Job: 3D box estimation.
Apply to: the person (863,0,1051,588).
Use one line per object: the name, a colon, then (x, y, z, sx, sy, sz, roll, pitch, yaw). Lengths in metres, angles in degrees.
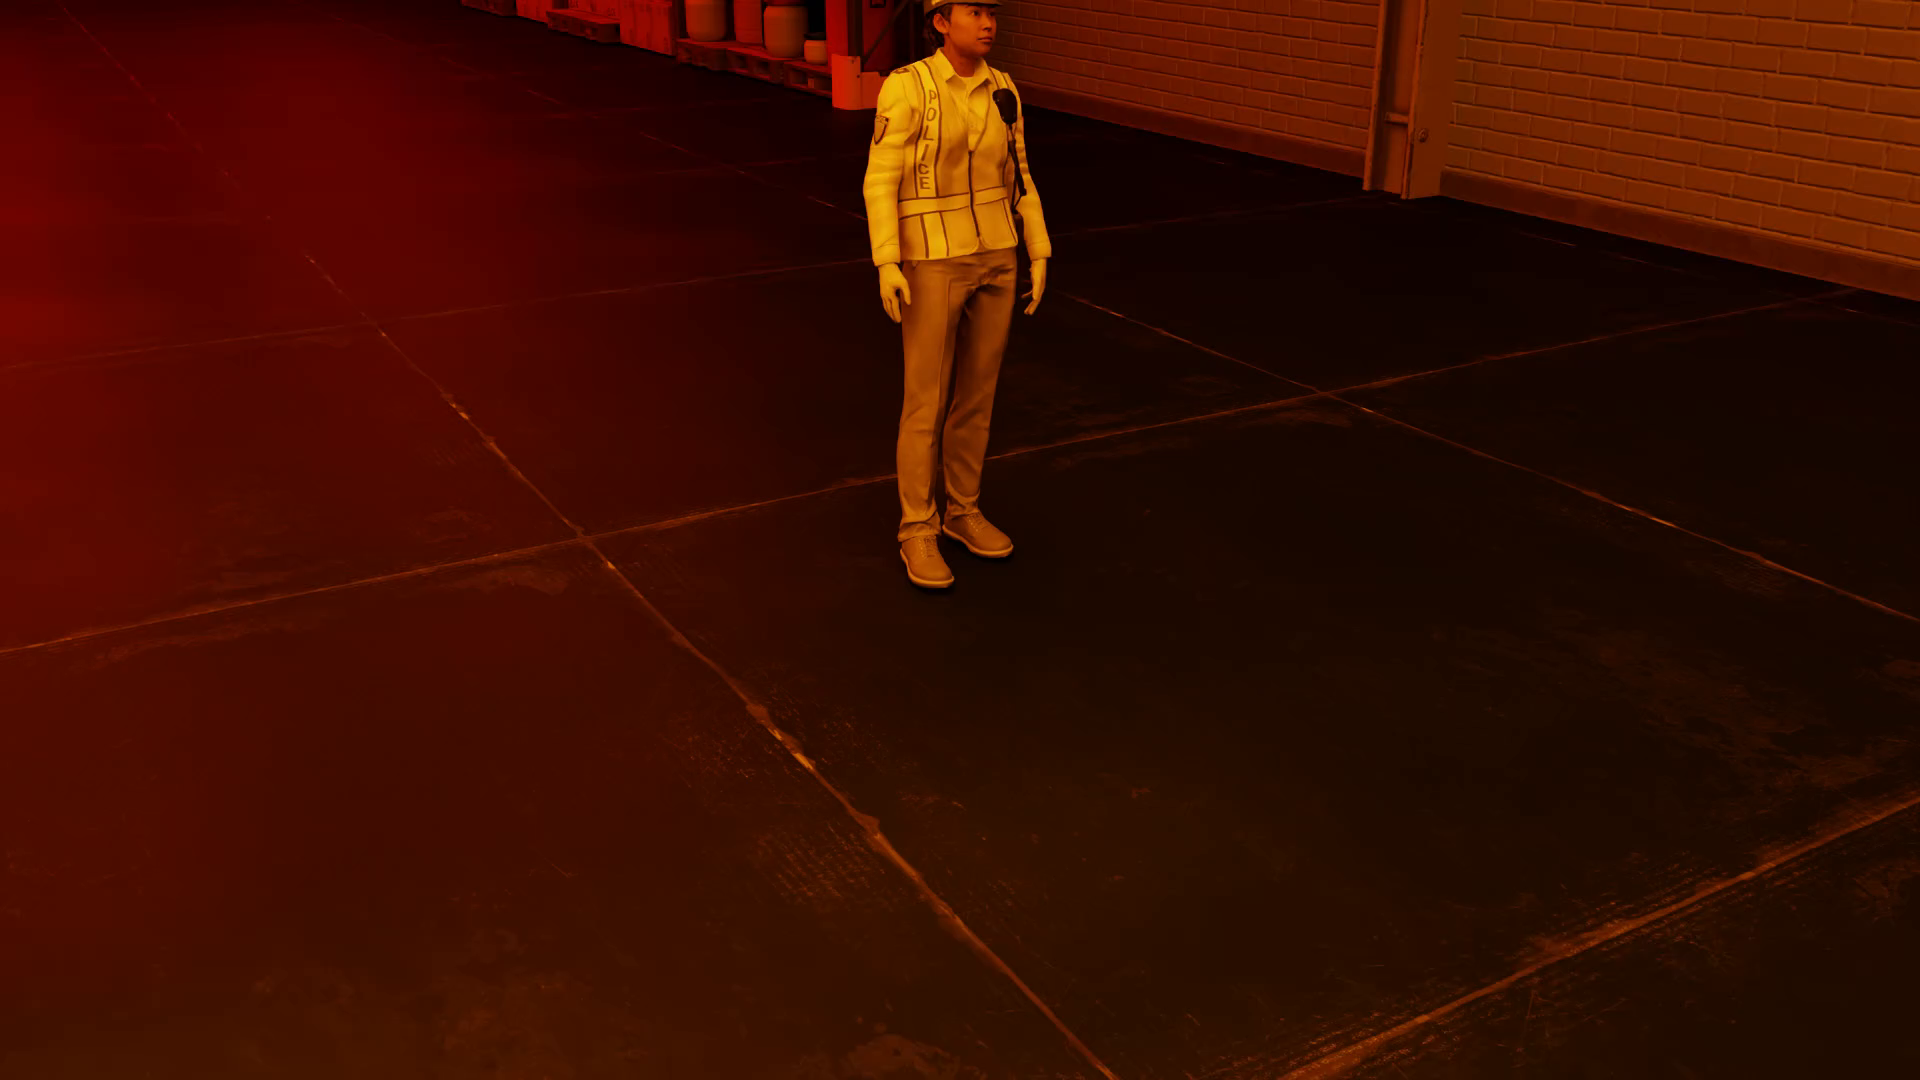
person: (0.029, -0.767, 4.752, 0.588, 1.695, 0.531, -12, 25, -28)
